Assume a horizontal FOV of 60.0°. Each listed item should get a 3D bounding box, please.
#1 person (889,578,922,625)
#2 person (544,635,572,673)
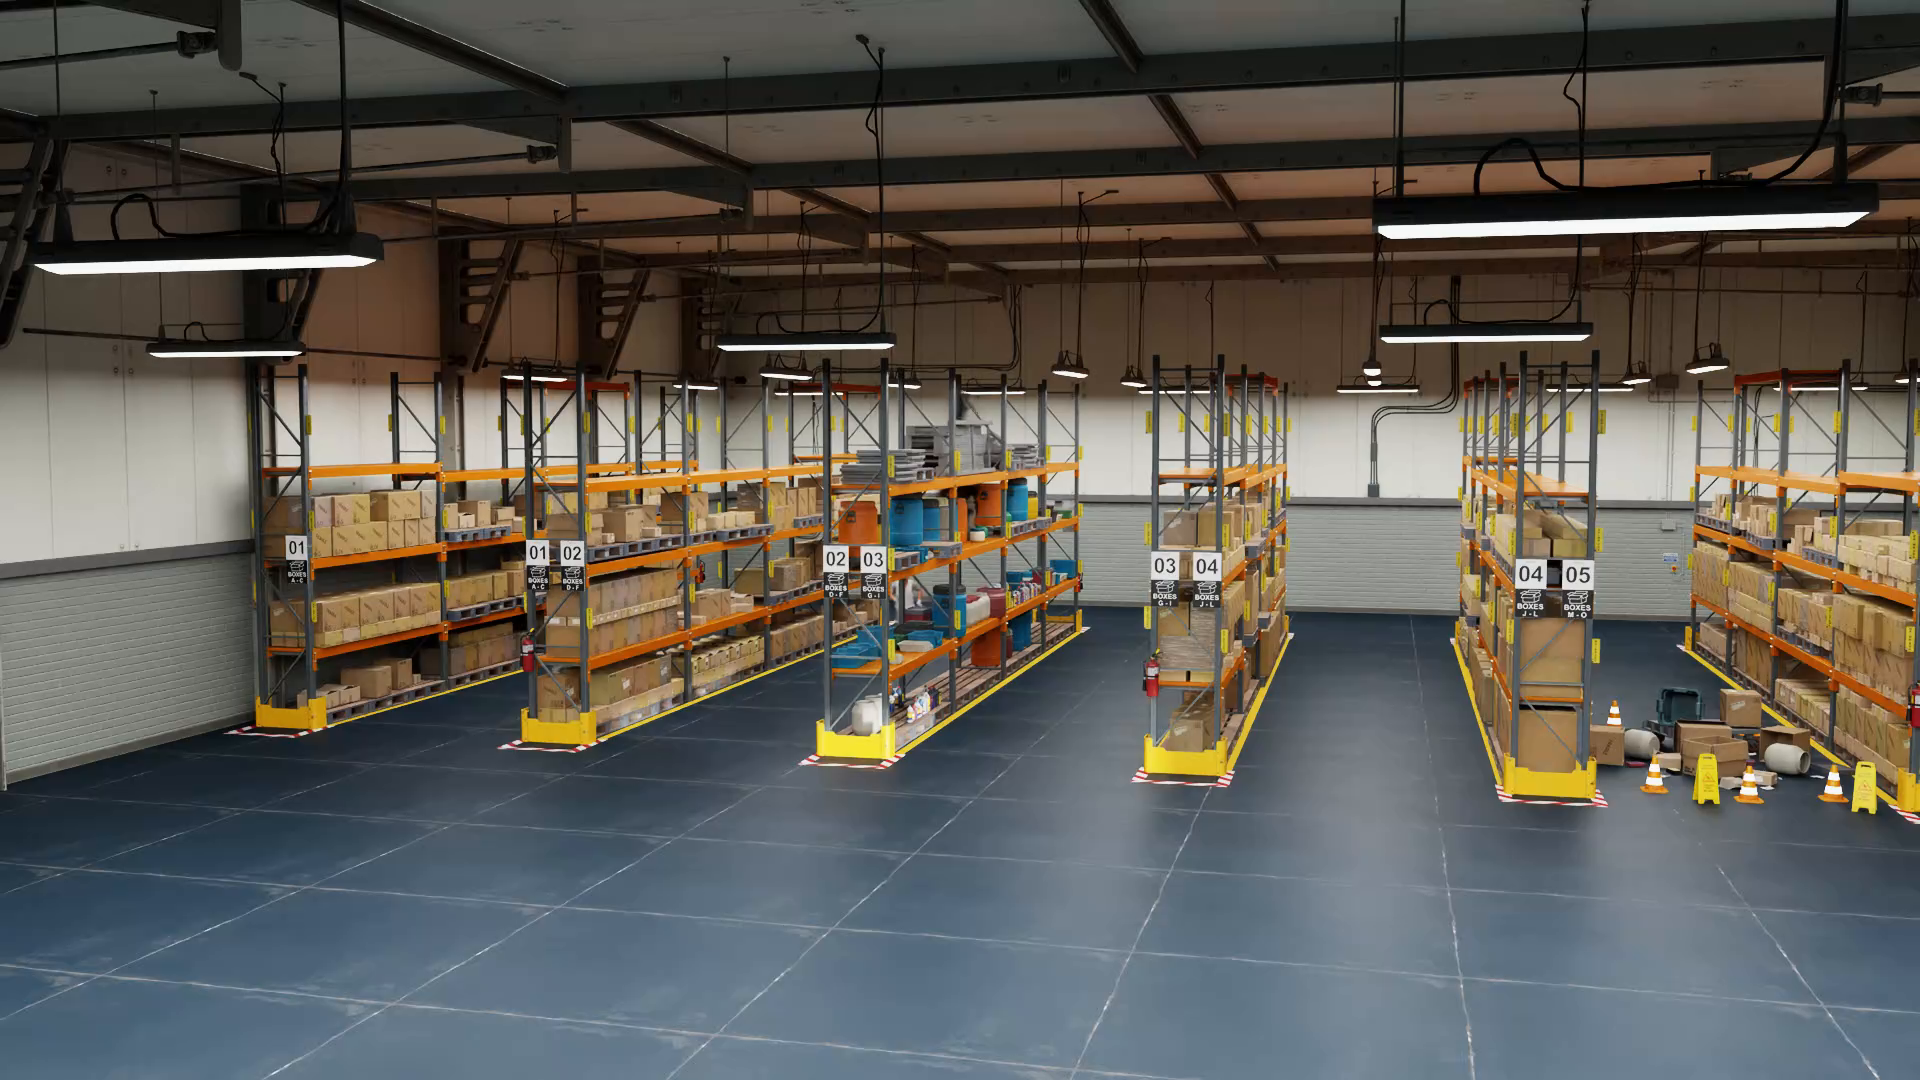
[{"bbox_3d":[-1.144,1.473,34.348,0.680,1.849,0.809,1,4,8],"label":"person"},{"bbox_3d":[-7.011,2.219,29.353,0.648,1.628,1.036,1,4,7],"label":"person"}]
